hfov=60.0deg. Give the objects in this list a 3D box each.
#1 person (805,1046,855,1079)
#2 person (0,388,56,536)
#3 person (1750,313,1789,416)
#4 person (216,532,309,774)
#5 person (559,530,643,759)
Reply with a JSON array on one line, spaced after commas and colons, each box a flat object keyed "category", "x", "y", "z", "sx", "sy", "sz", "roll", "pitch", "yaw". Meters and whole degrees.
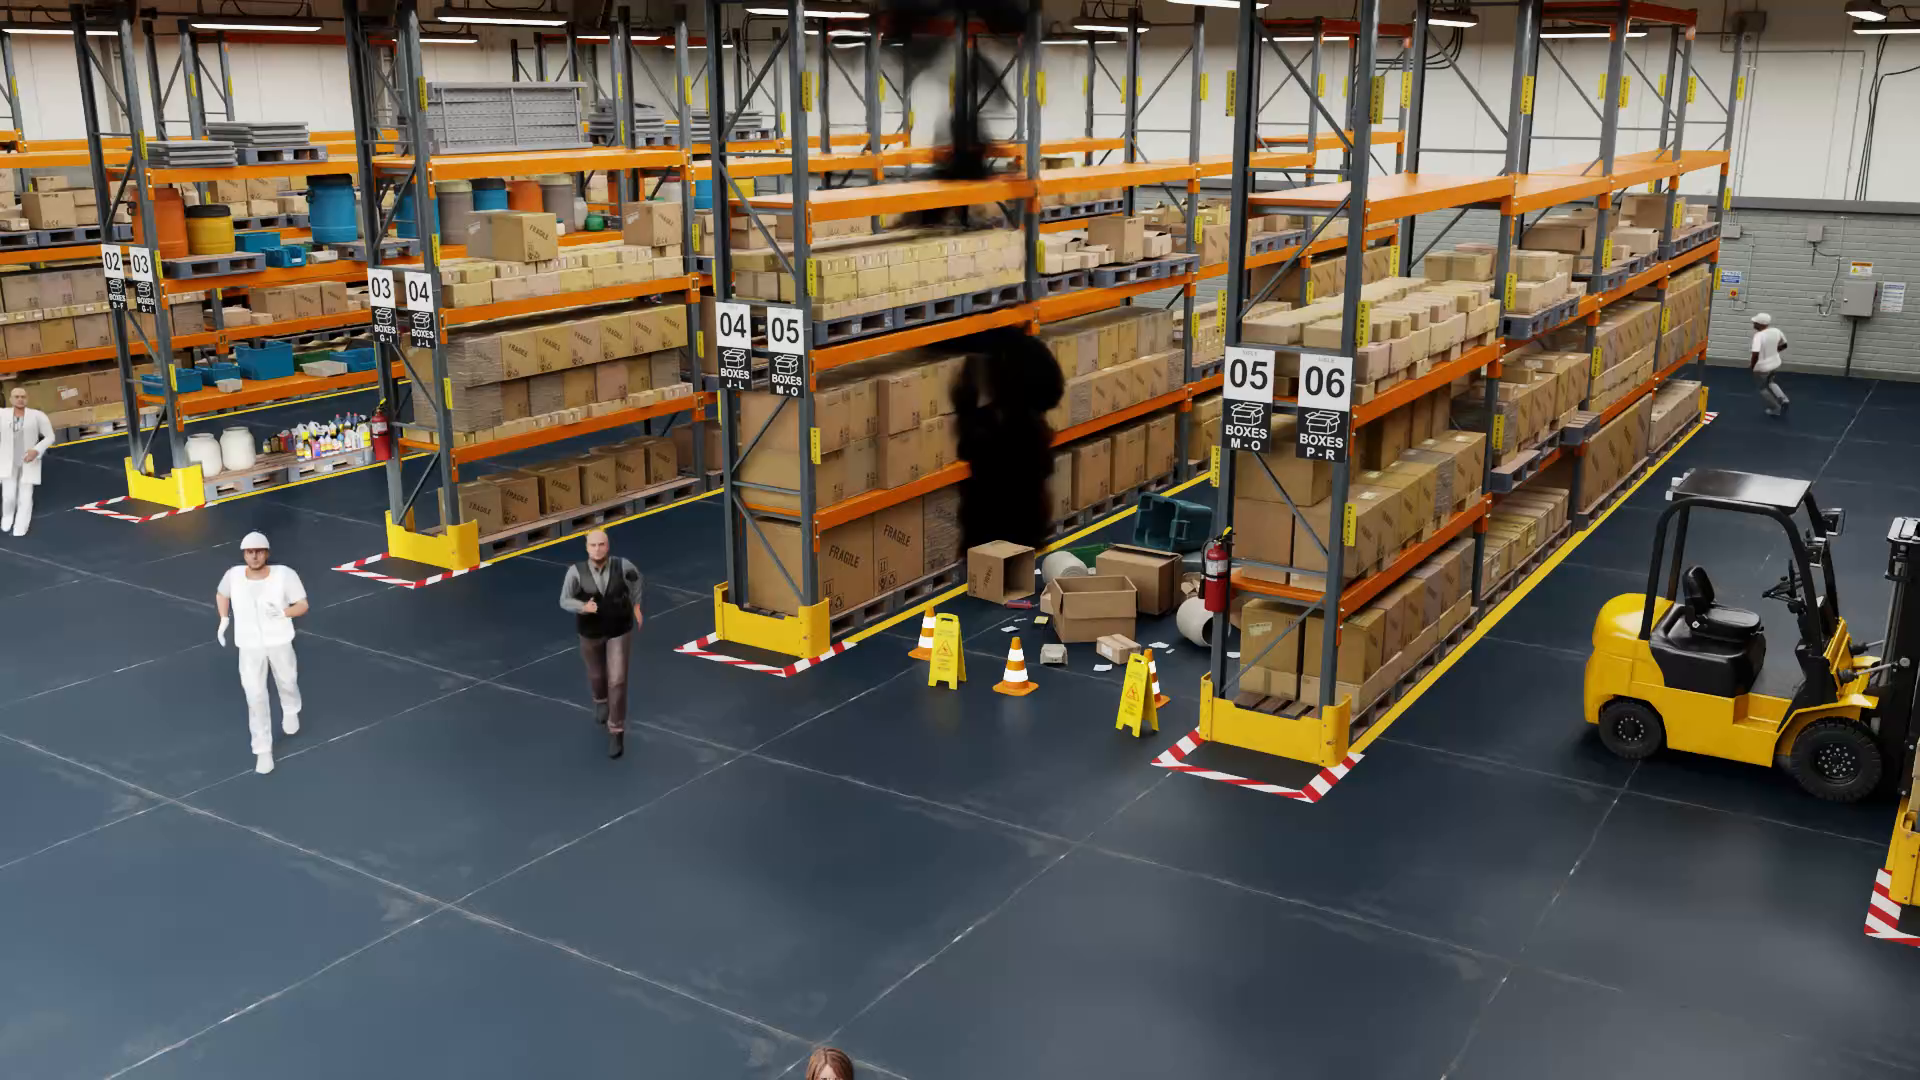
[{"category": "person", "x": -0.476, "y": 2.715, "z": 6.572, "sx": 0.555, "sy": 1.554, "sz": 0.563, "roll": -1, "pitch": 16, "yaw": -3}, {"category": "person", "x": -10.858, "y": -0.902, "z": 19.260, "sx": 0.747, "sy": 1.716, "sz": 0.563, "roll": -8, "pitch": 18, "yaw": -28}, {"category": "person", "x": 12.620, "y": -2.741, "z": 26.042, "sx": 0.790, "sy": 1.637, "sz": 0.568, "roll": -4, "pitch": 16, "yaw": -13}, {"category": "person", "x": -5.381, "y": 0.803, "z": 12.894, "sx": 0.682, "sy": 1.773, "sz": 0.993, "roll": -5, "pitch": 16, "yaw": -17}, {"category": "person", "x": -2.828, "y": 0.760, "z": 13.214, "sx": 0.635, "sy": 1.754, "sz": 0.899, "roll": -2, "pitch": 16, "yaw": -9}]
